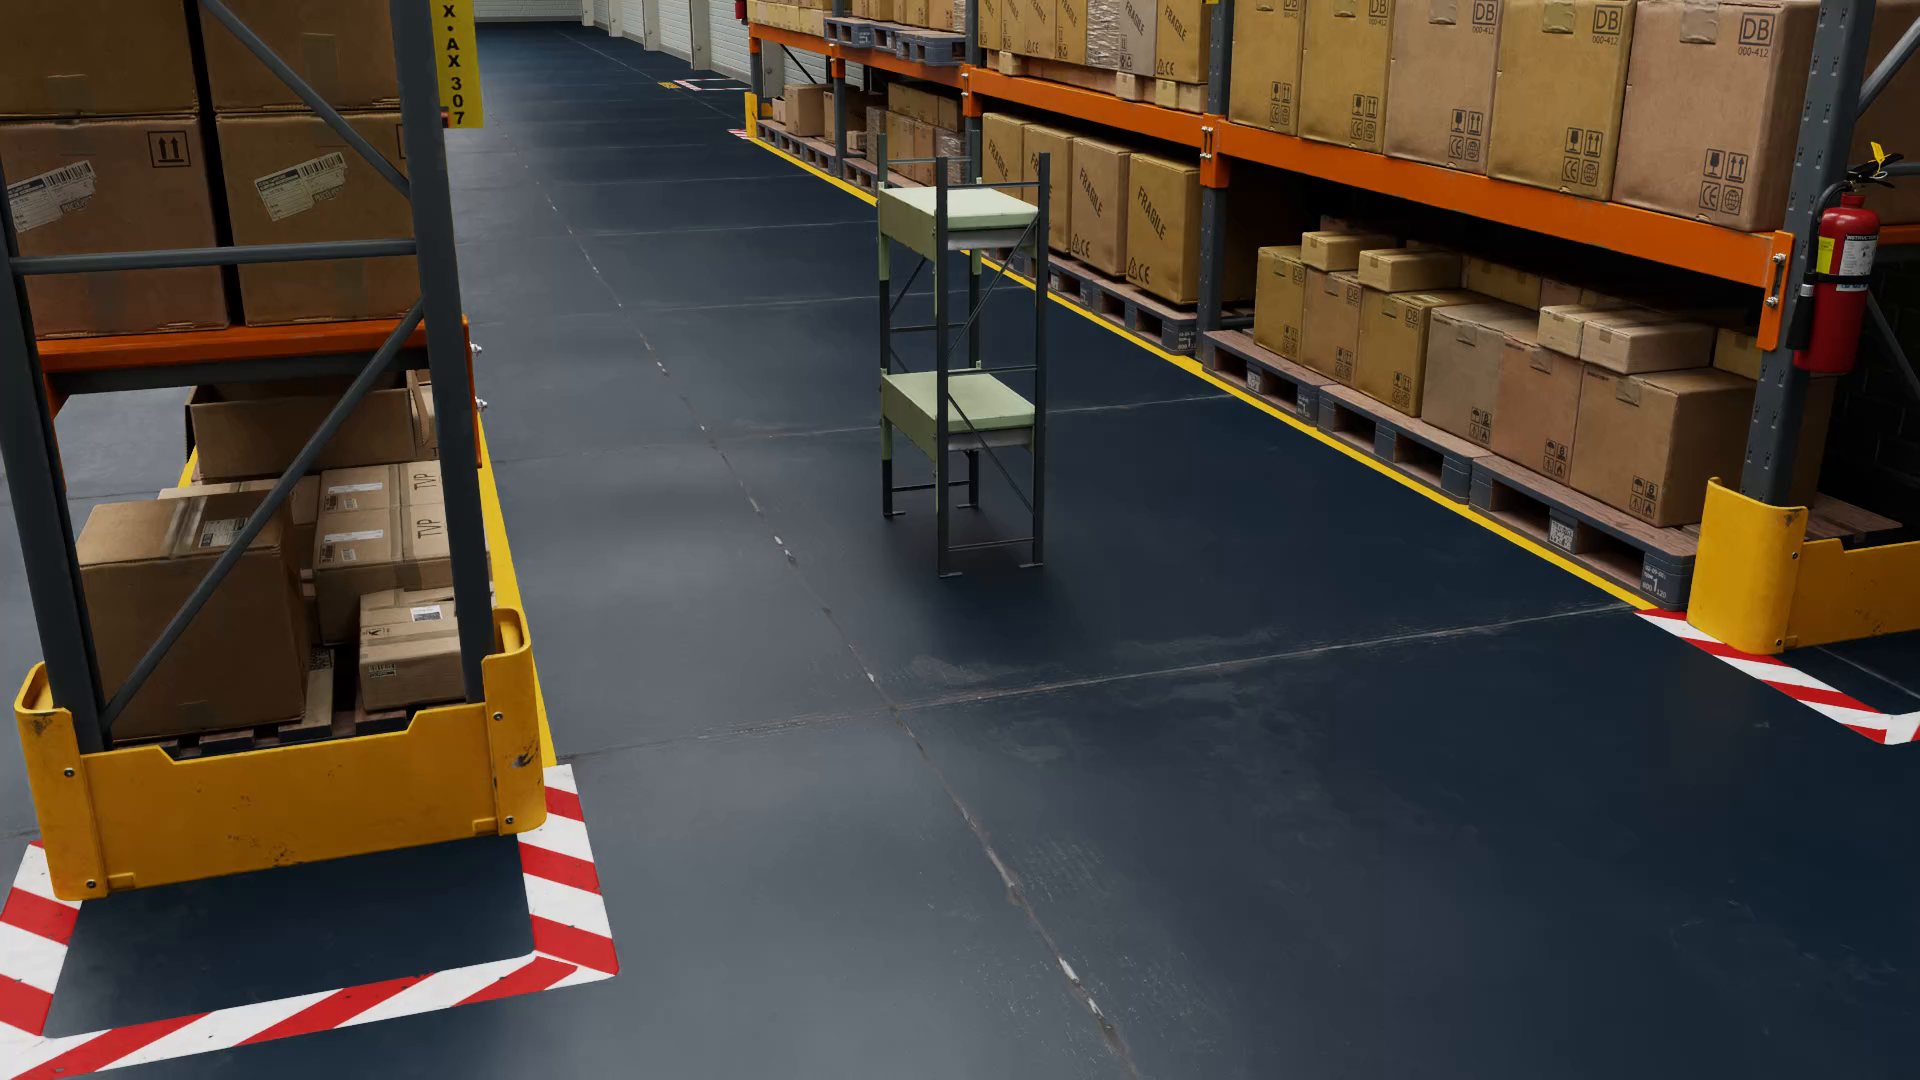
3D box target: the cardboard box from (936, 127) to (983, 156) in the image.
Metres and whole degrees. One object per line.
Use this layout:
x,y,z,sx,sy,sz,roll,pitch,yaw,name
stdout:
0.205,-3.158,13.819,0.700,0.500,0.500,-6,21,-17,cardboard box

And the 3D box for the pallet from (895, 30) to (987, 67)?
0.207,-3.852,12.986,1.213,0.211,1.003,-6,21,-17,pallet

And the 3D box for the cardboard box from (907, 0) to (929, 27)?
-0.038,-4.526,13.781,0.700,0.500,0.500,-6,21,-17,cardboard box

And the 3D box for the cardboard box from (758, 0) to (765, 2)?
-1.972,-6.239,18.432,0.500,0.500,0.500,-6,21,-17,cardboard box

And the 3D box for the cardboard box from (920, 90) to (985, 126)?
-0.030,-3.688,14.184,0.500,0.250,0.500,-6,21,-17,cardboard box

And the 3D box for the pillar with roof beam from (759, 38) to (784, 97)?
-6.914,-10.451,22.200,9.100,9.000,0.400,-6,21,-17,pillar with roof beam

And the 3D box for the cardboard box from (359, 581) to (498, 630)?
-1.539,0.245,4.836,0.380,0.166,0.250,-6,21,-17,cardboard box

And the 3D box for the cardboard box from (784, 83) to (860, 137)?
-1.488,-4.667,18.020,0.700,0.500,0.500,-8,21,-21,cardboard box

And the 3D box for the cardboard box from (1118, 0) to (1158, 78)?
1.235,-2.921,9.495,0.500,0.500,0.500,-6,21,-17,cardboard box

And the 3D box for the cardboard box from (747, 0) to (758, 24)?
-2.130,-6.040,18.988,0.500,0.250,0.500,-7,21,-19,cardboard box

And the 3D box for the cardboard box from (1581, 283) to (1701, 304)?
2.723,-0.922,6.663,0.380,0.149,0.250,-6,21,-17,cardboard box

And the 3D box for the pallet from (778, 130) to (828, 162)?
-1.357,-4.300,18.075,1.003,0.211,1.213,-6,21,-17,pallet

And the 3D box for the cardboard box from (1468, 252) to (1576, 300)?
2.482,-1.167,7.345,0.380,0.149,0.250,-7,21,-18,cardboard box

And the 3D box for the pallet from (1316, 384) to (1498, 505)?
2.341,-0.484,7.452,1.003,0.211,1.213,-6,21,-17,pallet

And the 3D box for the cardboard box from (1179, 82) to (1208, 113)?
1.414,-2.411,9.032,0.380,0.149,0.250,-6,21,-17,cardboard box

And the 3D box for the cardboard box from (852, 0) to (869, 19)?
-0.597,-5.095,15.367,0.700,0.500,0.500,-6,21,-17,cardboard box

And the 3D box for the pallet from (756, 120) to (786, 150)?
-1.737,-4.691,19.164,1.003,0.211,1.213,-6,21,-17,pallet

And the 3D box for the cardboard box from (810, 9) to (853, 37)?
-1.162,-5.067,16.278,0.500,0.250,0.500,-6,21,-17,cardboard box

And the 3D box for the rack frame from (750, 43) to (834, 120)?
-1.982,-6.292,19.496,1.000,3.000,0.127,-6,21,-17,rack frame

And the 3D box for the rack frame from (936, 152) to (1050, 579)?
0.113,-0.591,5.842,0.400,1.500,0.023,-6,21,-17,rack frame

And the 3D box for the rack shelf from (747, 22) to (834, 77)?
-1.354,-5.311,17.831,1.077,0.370,4.000,-6,21,-17,rack shelf

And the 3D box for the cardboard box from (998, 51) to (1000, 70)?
0.487,-3.404,11.798,0.380,0.149,0.250,-6,21,-16,cardboard box

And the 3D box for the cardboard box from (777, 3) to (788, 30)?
-1.642,-5.549,17.619,0.500,0.250,0.500,-6,21,-17,cardboard box

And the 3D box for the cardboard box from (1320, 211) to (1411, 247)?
2.070,-1.584,8.507,0.380,0.149,0.250,-7,21,-18,cardboard box

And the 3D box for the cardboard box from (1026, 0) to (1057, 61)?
0.753,-3.410,10.854,0.500,0.500,0.500,-6,21,-17,cardboard box

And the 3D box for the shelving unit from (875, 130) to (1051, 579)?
-0.002,-0.708,6.169,0.431,1.500,0.755,-6,21,-17,shelving unit

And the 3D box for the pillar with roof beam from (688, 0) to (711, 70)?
-8.800,-12.376,27.560,9.100,9.000,0.400,-6,21,-17,pillar with roof beam

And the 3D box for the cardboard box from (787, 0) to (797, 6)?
-1.478,-5.741,17.046,0.500,0.500,0.500,-7,21,-19,cardboard box

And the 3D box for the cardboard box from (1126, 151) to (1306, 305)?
1.462,-1.822,9.610,0.750,0.750,0.750,-6,21,-17,cardboard box

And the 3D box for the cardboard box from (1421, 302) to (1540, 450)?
2.416,-0.714,7.045,0.700,0.500,0.500,-7,21,-19,cardboard box

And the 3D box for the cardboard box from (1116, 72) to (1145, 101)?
1.135,-2.656,9.714,0.380,0.149,0.250,-6,21,-17,cardboard box

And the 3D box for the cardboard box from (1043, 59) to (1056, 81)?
0.776,-3.159,11.118,0.380,0.149,0.250,-6,21,-16,cardboard box

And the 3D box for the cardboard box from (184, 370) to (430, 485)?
-2.317,-0.343,5.977,0.797,0.503,0.637,-6,21,-17,cardboard box

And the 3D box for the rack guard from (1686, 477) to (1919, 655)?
3.054,0.027,5.602,1.175,0.500,0.348,-6,21,-17,rack guard

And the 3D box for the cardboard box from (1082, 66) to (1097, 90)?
0.984,-2.909,10.421,0.380,0.149,0.250,-6,21,-15,cardboard box

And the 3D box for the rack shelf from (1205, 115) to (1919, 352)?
2.418,-1.461,7.110,1.077,0.370,4.000,-6,21,-17,rack shelf

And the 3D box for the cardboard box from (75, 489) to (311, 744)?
-2.060,0.191,4.494,0.500,0.500,0.500,-6,21,-17,cardboard box

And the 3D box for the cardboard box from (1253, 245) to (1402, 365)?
1.927,-1.211,8.428,0.700,0.500,0.500,-6,21,-17,cardboard box

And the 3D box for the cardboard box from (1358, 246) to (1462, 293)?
2.026,-1.220,7.492,0.380,0.149,0.250,-7,21,-19,cardboard box

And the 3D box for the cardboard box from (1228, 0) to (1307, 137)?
1.944,-2.406,8.235,0.980,0.700,0.700,-6,21,-16,cardboard box

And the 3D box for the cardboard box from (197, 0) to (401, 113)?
-1.544,-1.318,4.021,0.500,0.500,0.500,-6,21,-16,cardboard box

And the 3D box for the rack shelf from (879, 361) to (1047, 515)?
-0.002,-0.401,6.279,0.431,0.370,0.720,-6,21,-17,rack shelf

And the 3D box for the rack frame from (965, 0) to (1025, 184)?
0.532,-3.725,12.349,1.000,3.000,0.127,-6,21,-17,rack frame

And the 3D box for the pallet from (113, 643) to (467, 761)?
-1.930,0.403,4.984,1.003,0.211,1.213,-6,21,-17,pallet

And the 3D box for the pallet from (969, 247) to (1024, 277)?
0.708,-2.151,12.094,1.003,0.211,1.213,-6,21,-17,pallet

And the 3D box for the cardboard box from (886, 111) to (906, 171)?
-0.268,-3.644,15.171,0.700,0.500,0.500,-7,21,-18,cardboard box

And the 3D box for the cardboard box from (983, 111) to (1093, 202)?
0.639,-2.661,11.945,0.750,0.750,0.750,-7,21,-18,cardboard box

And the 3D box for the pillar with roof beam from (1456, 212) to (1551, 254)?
-1.256,-4.674,6.118,9.100,9.000,0.400,-6,21,-17,pillar with roof beam

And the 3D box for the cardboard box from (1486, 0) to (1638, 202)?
2.638,-1.693,6.250,0.980,0.700,0.700,-7,21,-18,cardboard box
